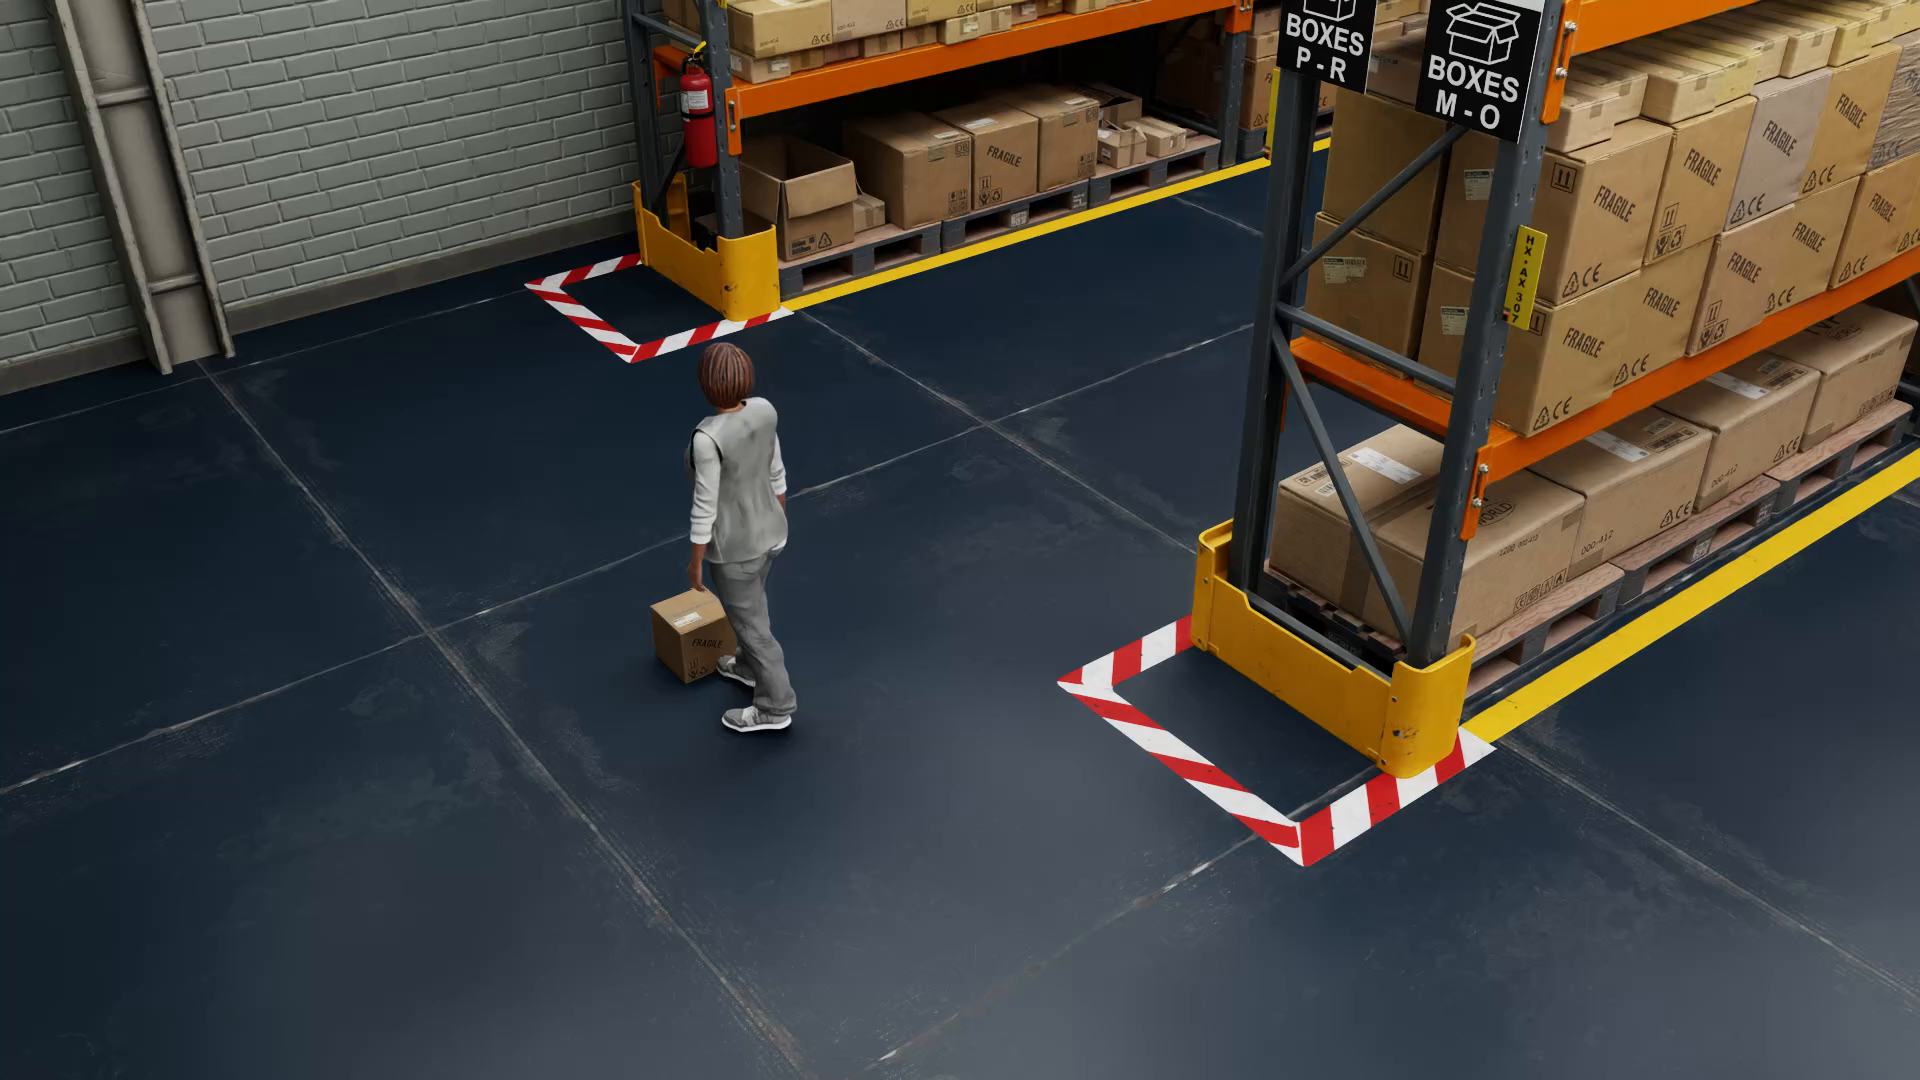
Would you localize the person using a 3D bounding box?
[{"bbox_3d":[-0.862,-0.005,6.143,0.522,1.600,0.457,18,37,25],"label":"person"}]
